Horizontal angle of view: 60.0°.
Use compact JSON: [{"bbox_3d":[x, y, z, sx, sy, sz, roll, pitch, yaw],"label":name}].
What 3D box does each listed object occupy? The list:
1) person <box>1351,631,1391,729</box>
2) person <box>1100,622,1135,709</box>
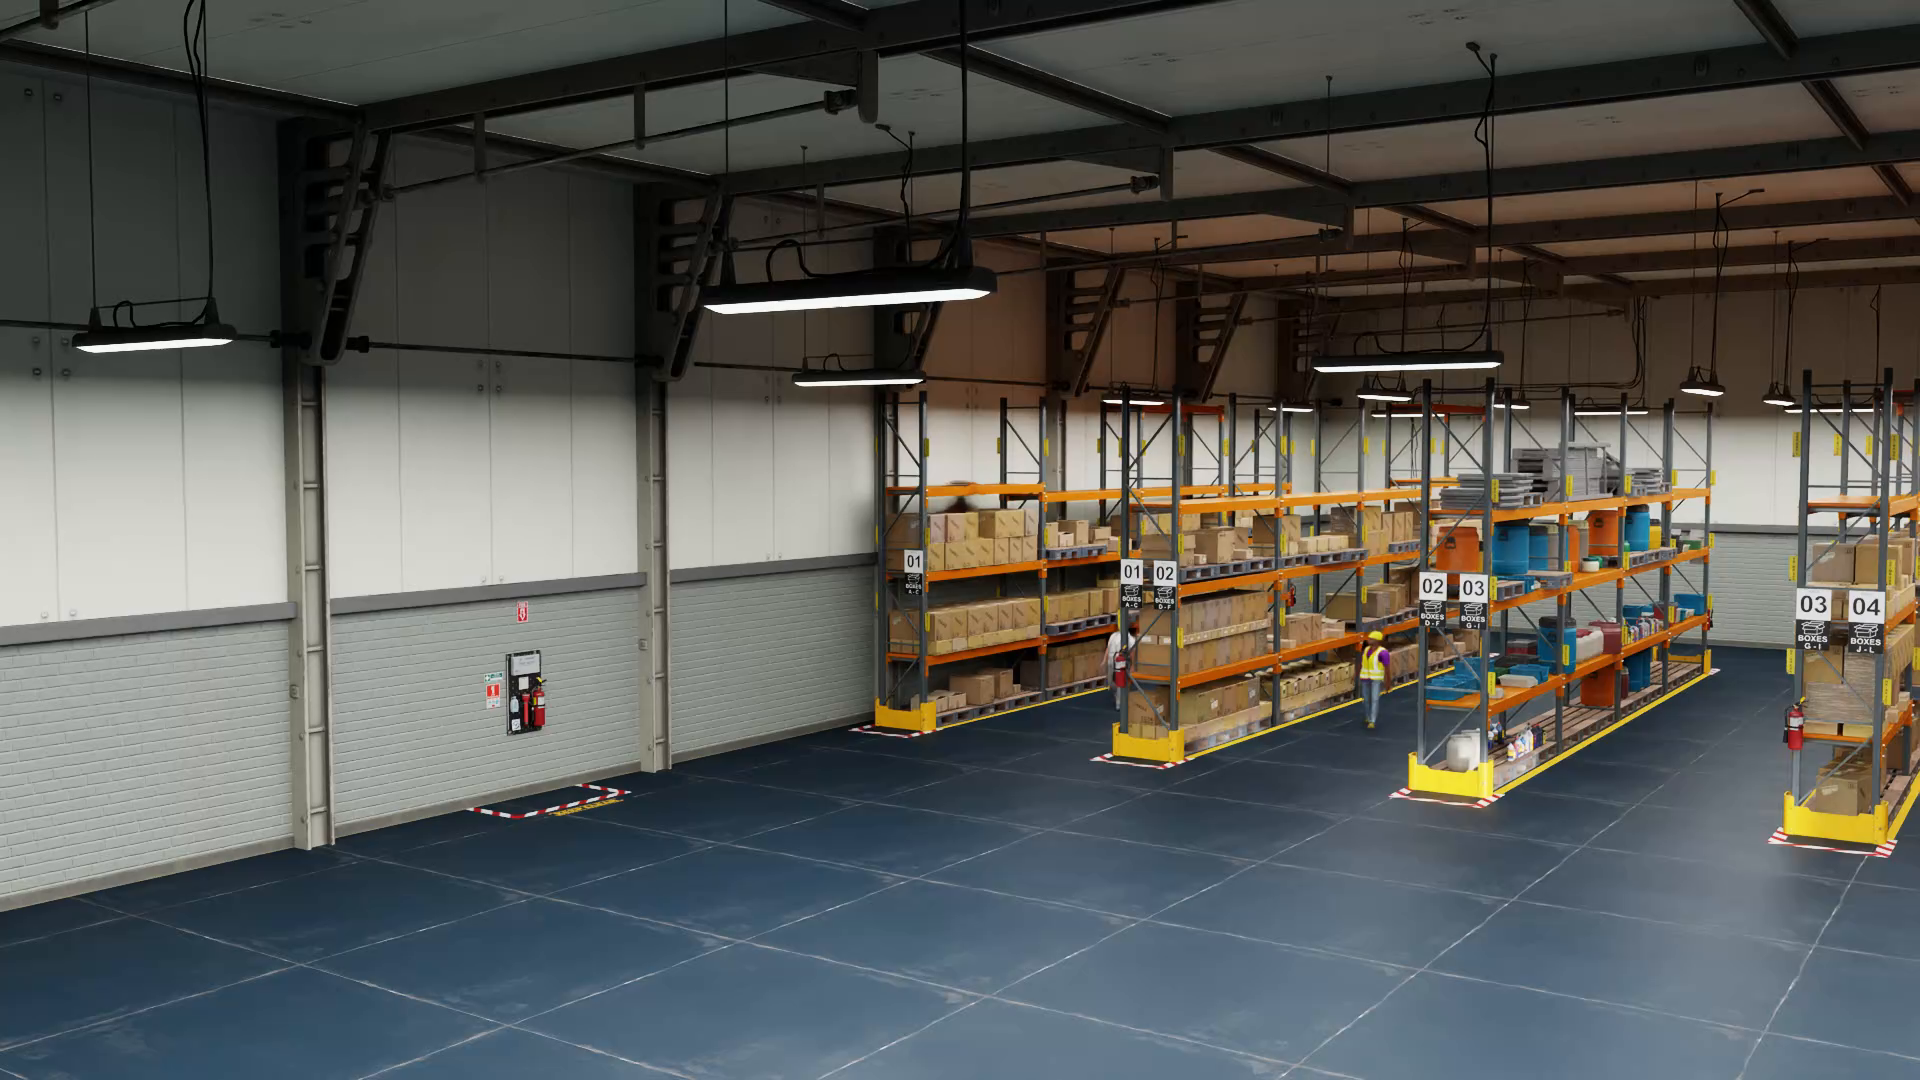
[{"bbox_3d":[7.336,2.488,29.708,0.703,1.726,0.997,2,4,28],"label":"person"},{"bbox_3d":[3.057,2.357,31.990,0.648,1.720,0.961,1,3,20],"label":"person"}]
